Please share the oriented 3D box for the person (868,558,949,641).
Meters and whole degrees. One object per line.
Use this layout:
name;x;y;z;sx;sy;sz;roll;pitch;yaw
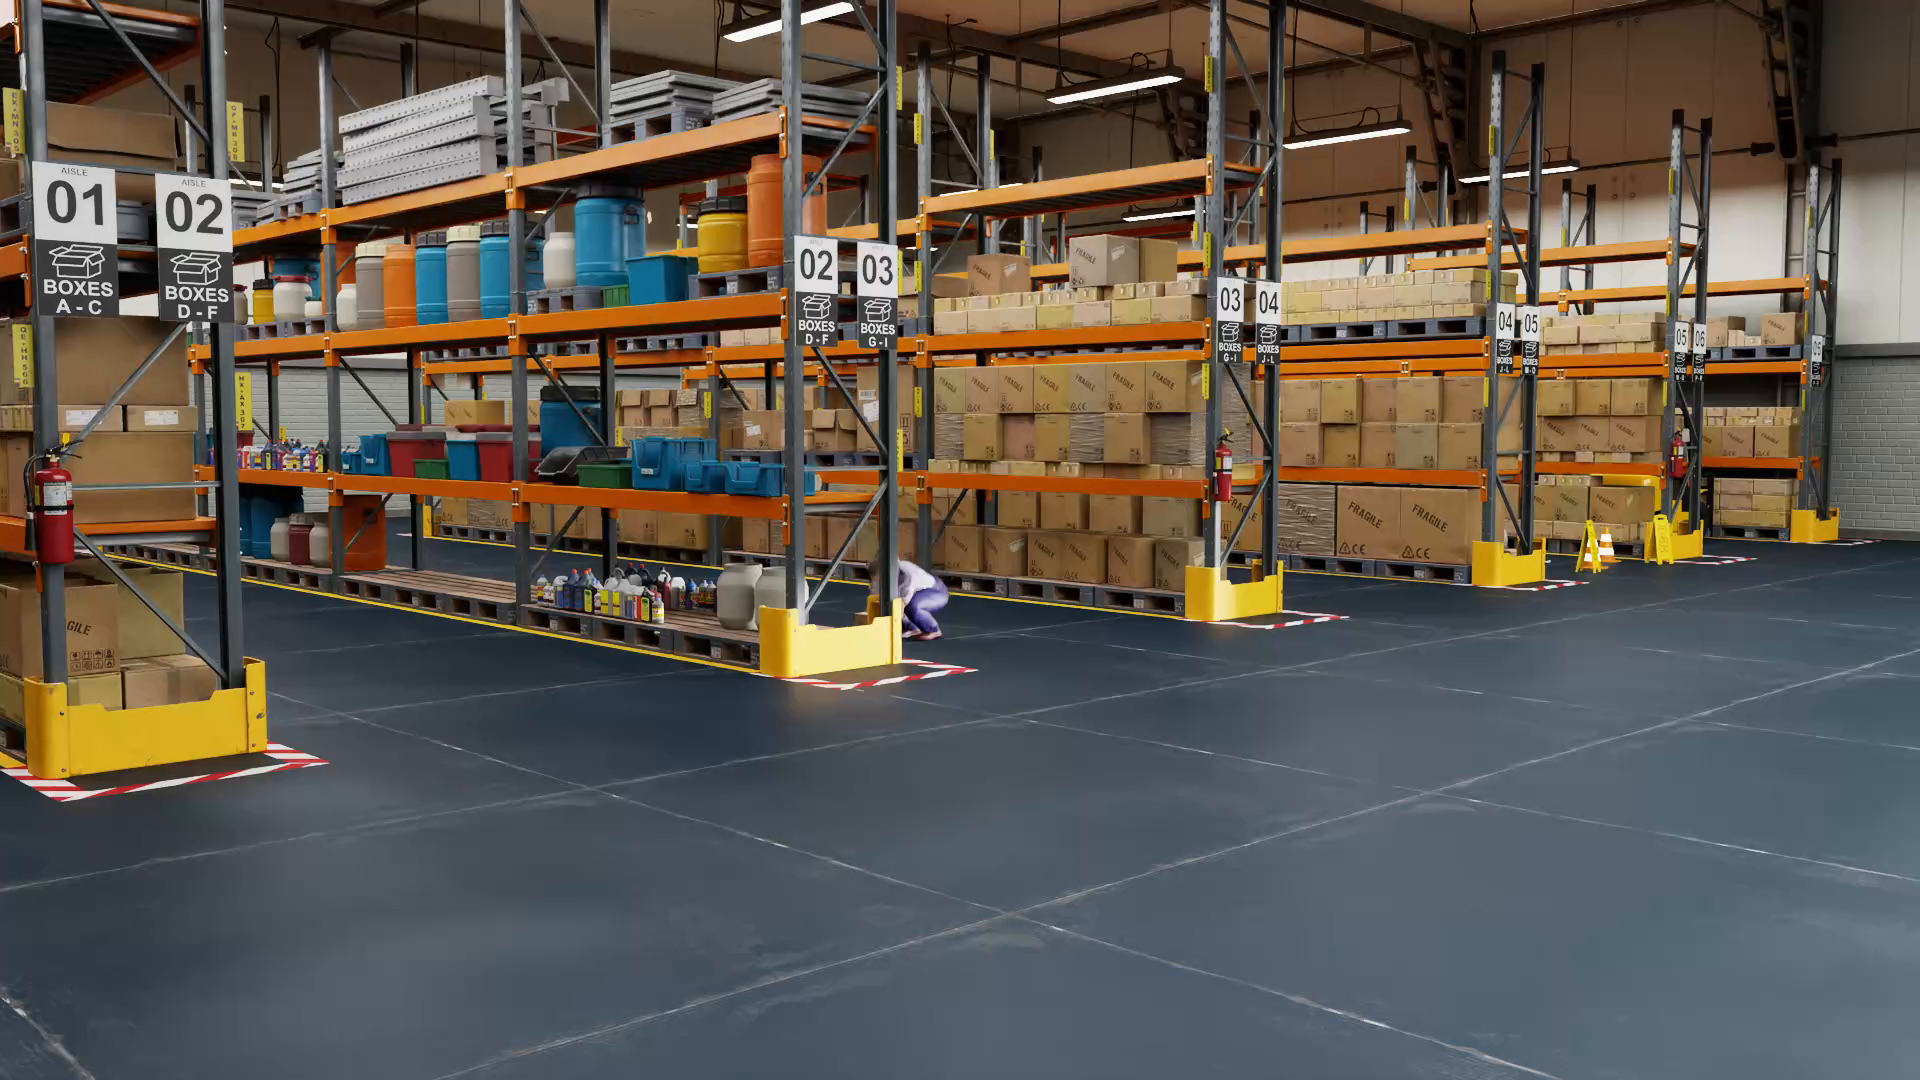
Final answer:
person;-0.475;0.518;14.218;0.847;0.804;0.527;-4;6;-44
